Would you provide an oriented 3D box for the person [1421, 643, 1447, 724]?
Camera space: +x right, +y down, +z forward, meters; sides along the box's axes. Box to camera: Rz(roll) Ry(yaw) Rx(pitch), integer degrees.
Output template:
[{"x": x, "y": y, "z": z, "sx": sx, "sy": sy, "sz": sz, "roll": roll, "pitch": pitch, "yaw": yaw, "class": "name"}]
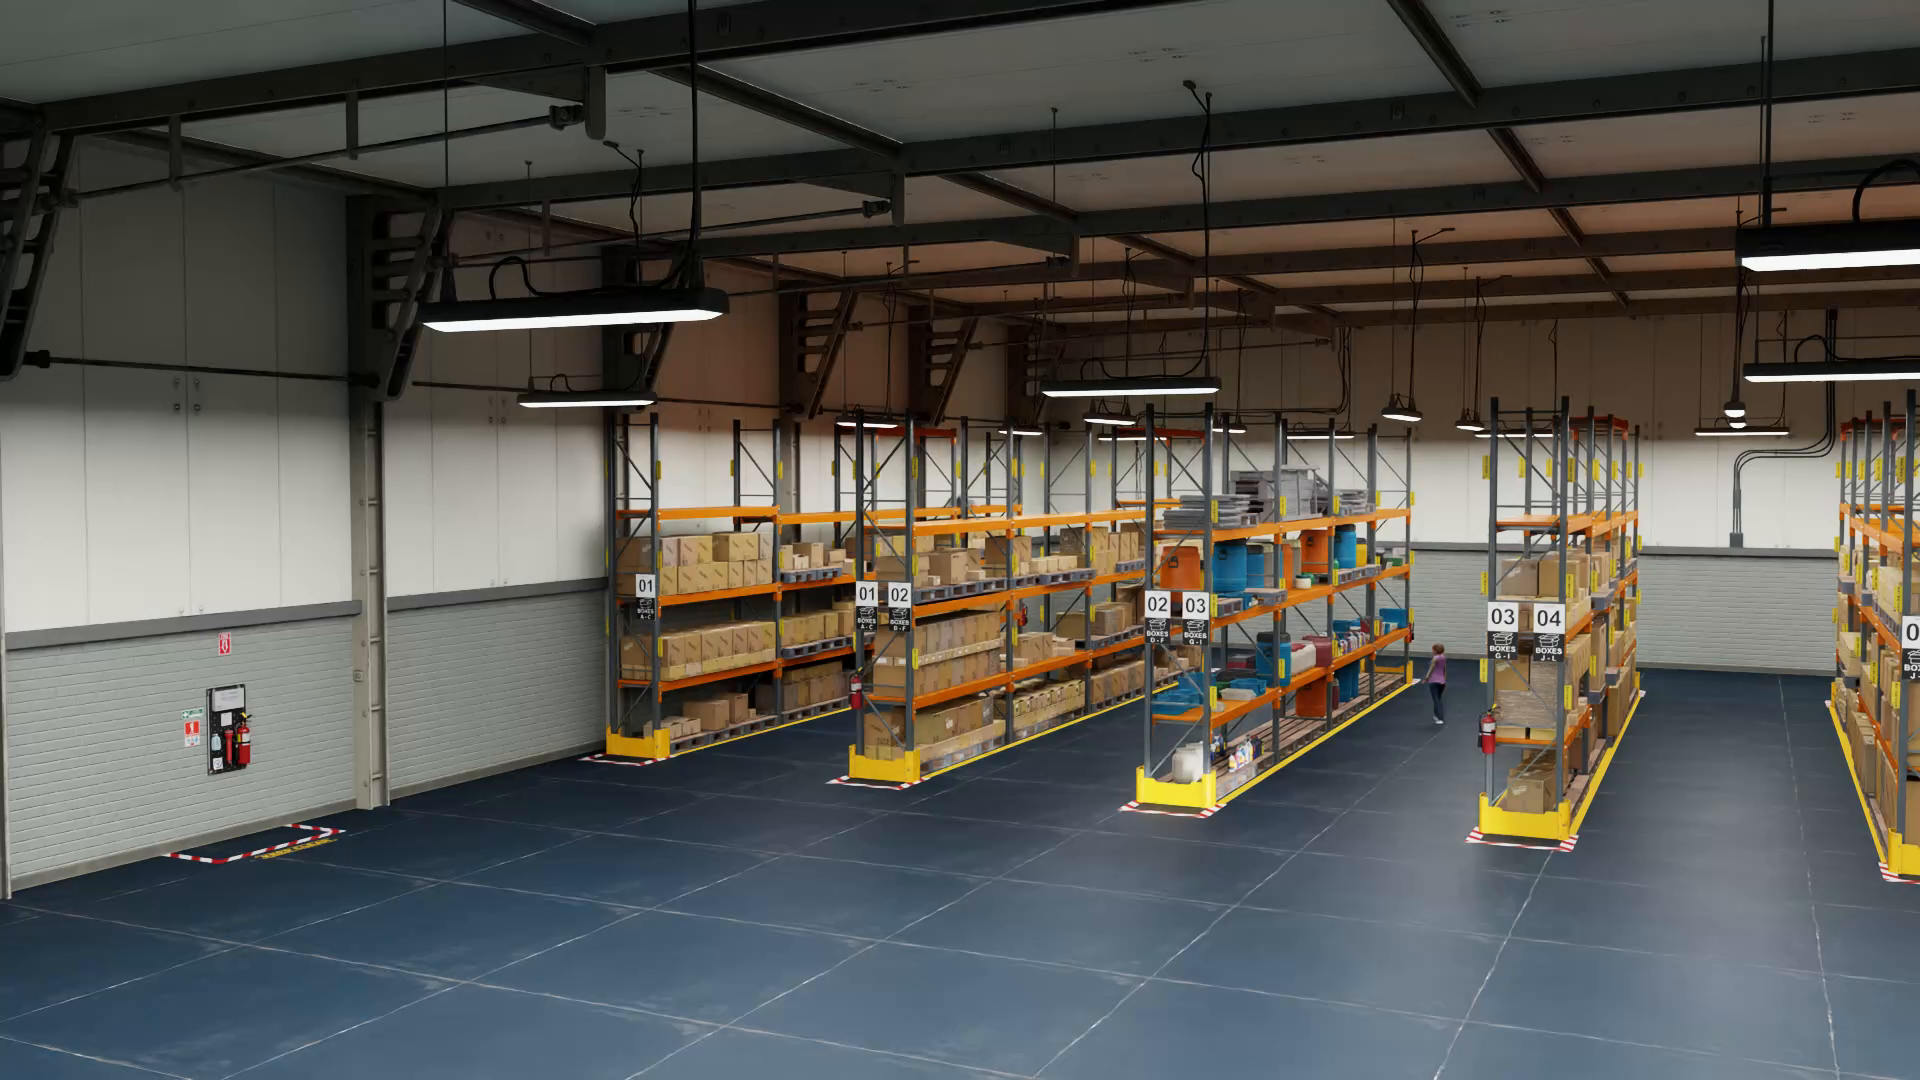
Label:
[{"x": 9.372, "y": 2.843, "z": 32.824, "sx": 0.494, "sy": 1.573, "sz": 0.723, "roll": -1, "pitch": 2, "yaw": -14, "class": "person"}]
